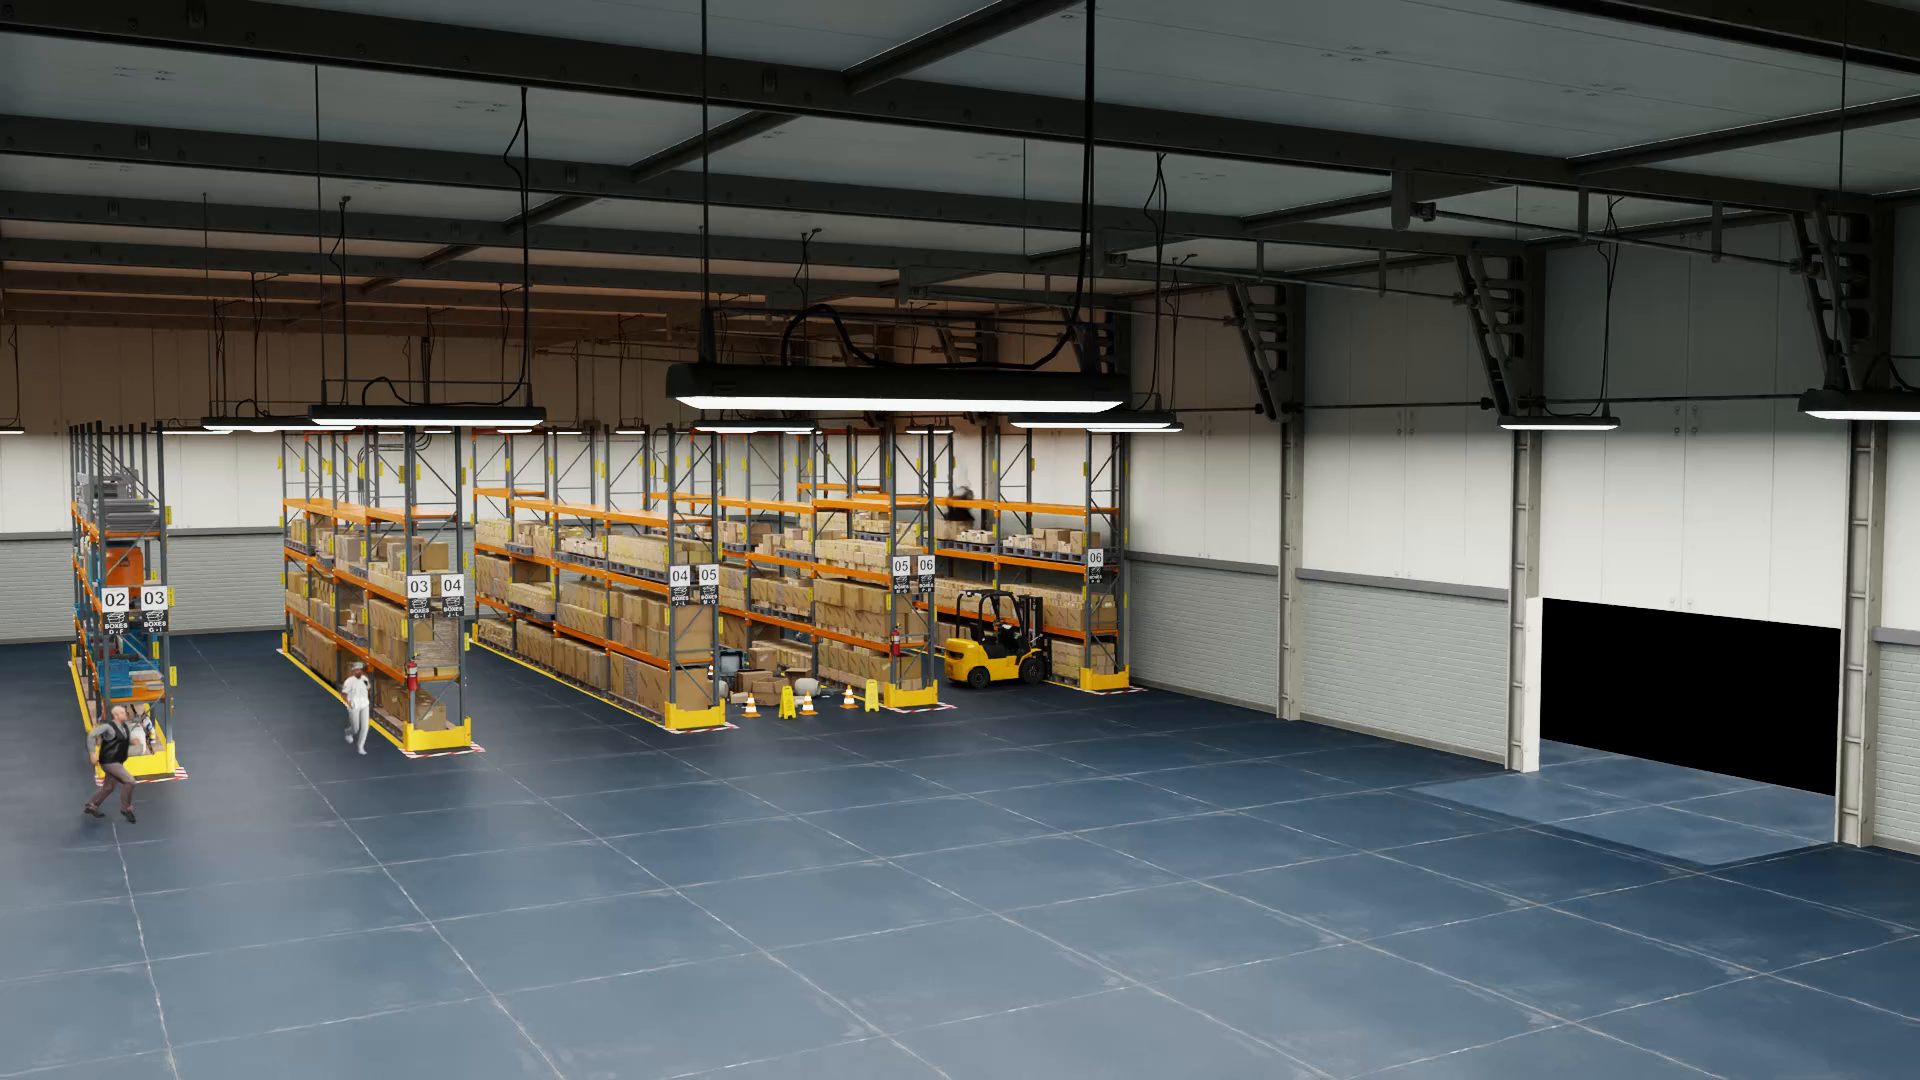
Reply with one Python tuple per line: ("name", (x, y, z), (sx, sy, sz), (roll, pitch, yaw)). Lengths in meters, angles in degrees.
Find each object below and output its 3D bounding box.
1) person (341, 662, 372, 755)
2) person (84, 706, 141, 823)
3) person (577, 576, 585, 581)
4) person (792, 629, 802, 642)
("person", (-10.953, 3.044, 30.247), (0.580, 1.684, 0.618), (-3, 5, -40))
("person", (-12.605, 3.347, 24.702), (0.850, 1.758, 0.679), (0, 4, 0))
("person", (-11.204, 1.885, 49.462), (1.017, 1.594, 0.508), (-2, 4, -30))
("person", (-4.531, 2.131, 45.786), (0.516, 1.533, 0.704), (-2, 4, -31))
